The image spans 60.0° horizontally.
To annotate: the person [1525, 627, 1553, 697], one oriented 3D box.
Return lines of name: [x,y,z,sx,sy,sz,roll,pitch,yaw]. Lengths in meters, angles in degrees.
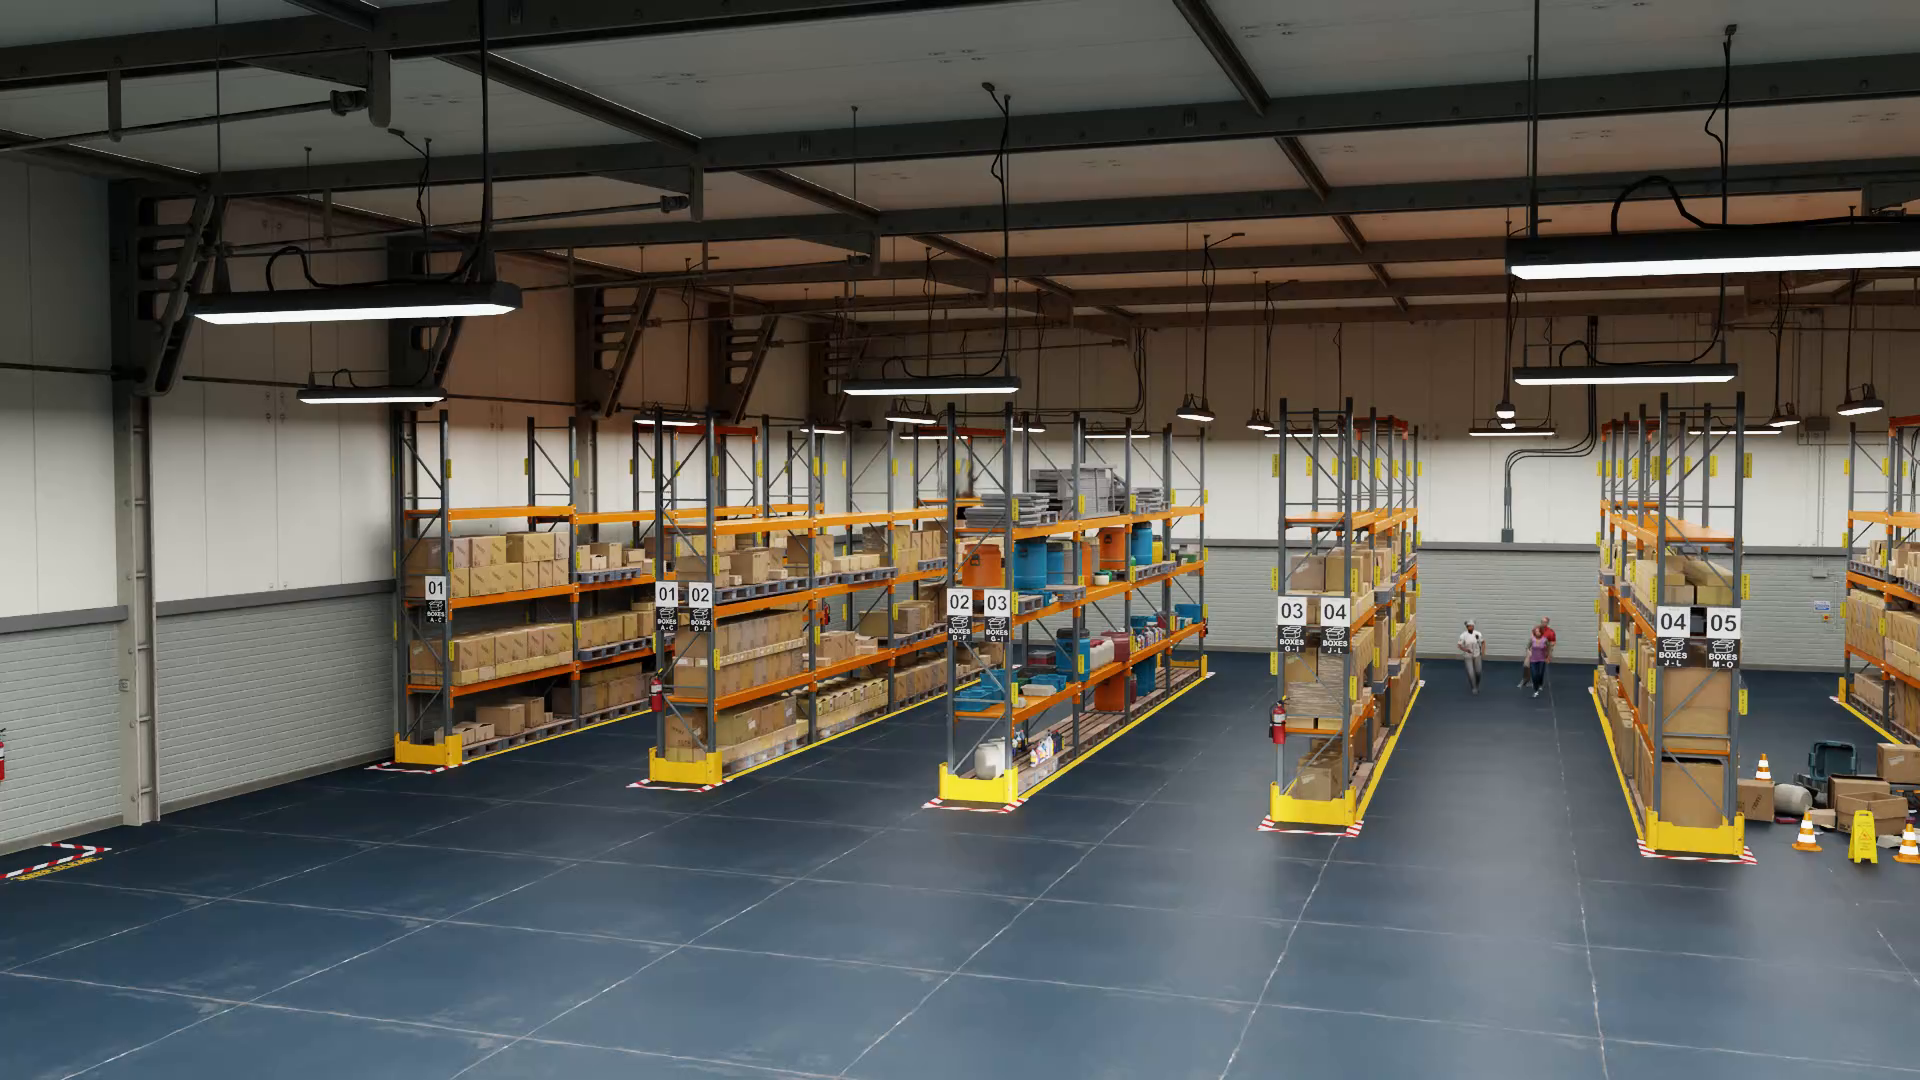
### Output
person: [12.670,2.675,36.425,0.563,1.552,0.609,1,3,28]

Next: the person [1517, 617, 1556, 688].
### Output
person: [13.105,2.569,37.760,0.858,1.687,0.721,2,3,39]

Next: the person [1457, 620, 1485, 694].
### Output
person: [11.347,2.586,36.858,0.610,1.658,0.520,0,2,9]
